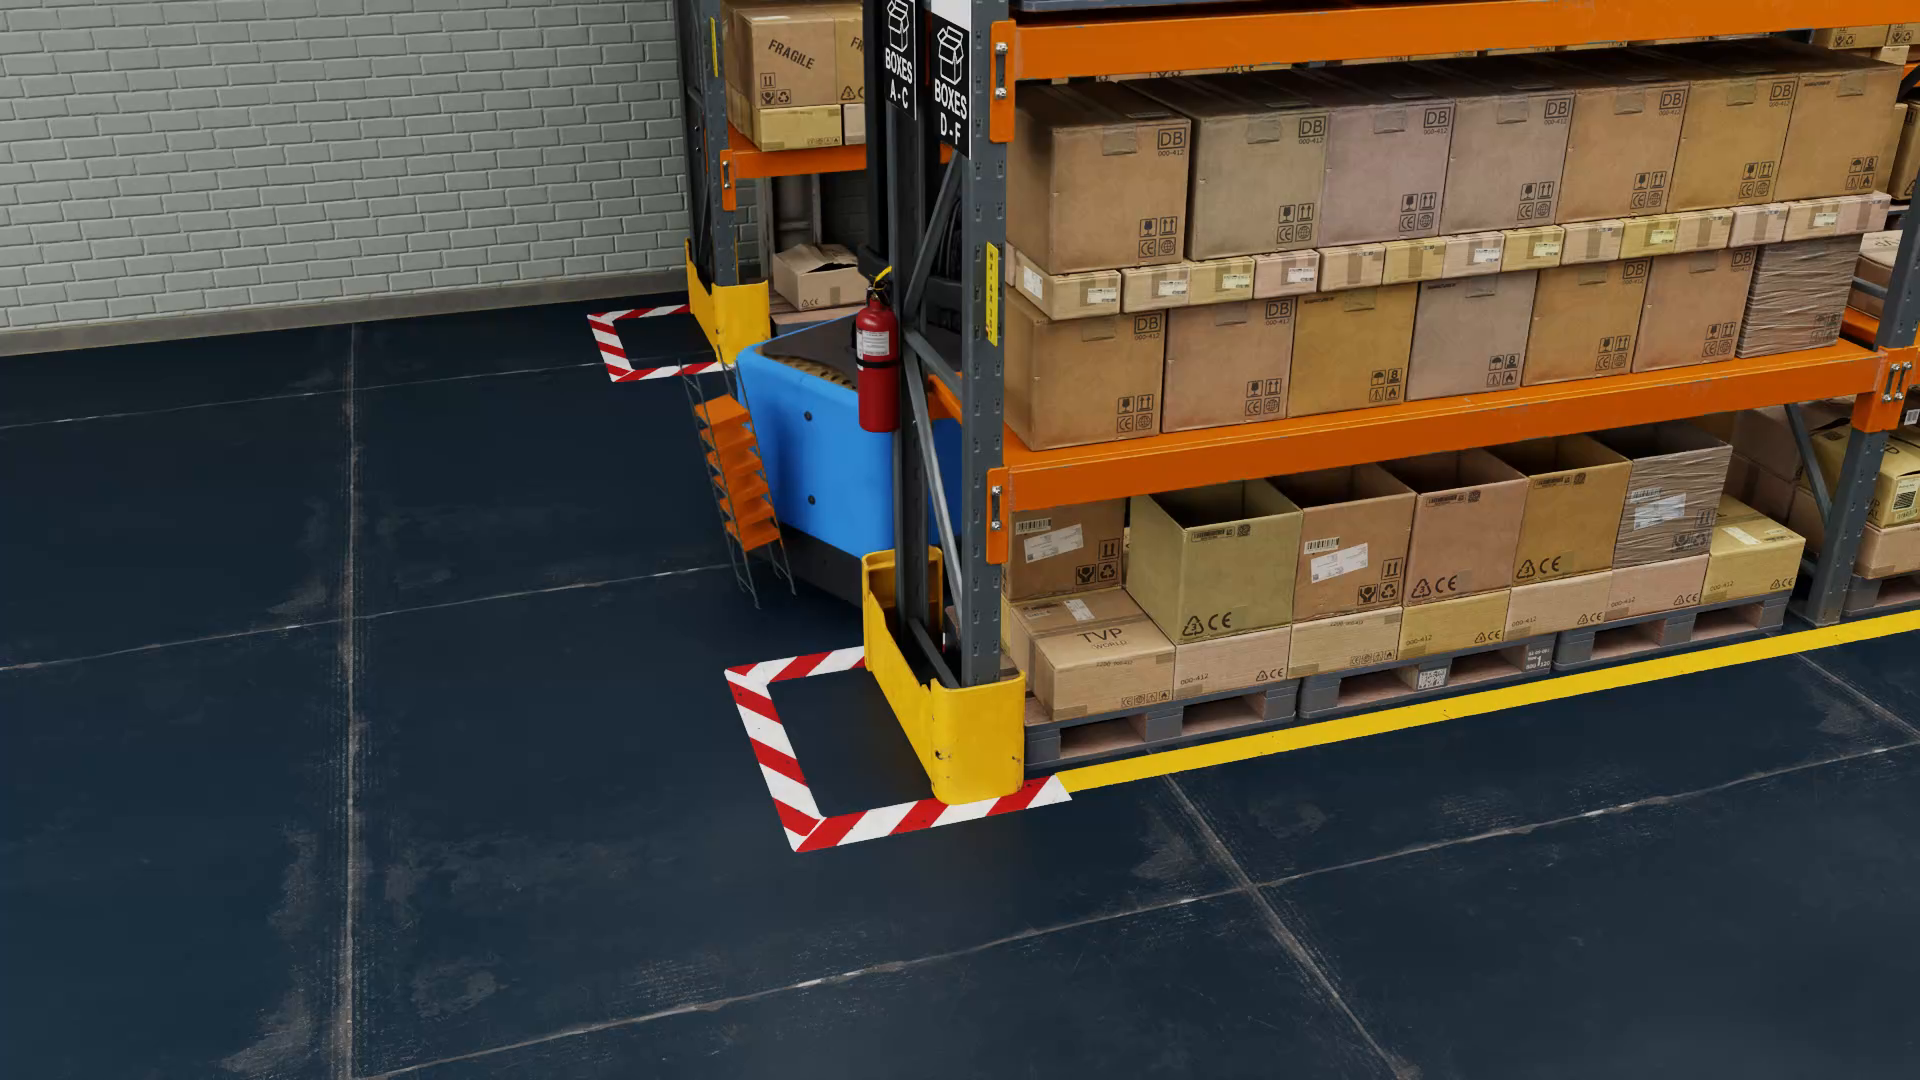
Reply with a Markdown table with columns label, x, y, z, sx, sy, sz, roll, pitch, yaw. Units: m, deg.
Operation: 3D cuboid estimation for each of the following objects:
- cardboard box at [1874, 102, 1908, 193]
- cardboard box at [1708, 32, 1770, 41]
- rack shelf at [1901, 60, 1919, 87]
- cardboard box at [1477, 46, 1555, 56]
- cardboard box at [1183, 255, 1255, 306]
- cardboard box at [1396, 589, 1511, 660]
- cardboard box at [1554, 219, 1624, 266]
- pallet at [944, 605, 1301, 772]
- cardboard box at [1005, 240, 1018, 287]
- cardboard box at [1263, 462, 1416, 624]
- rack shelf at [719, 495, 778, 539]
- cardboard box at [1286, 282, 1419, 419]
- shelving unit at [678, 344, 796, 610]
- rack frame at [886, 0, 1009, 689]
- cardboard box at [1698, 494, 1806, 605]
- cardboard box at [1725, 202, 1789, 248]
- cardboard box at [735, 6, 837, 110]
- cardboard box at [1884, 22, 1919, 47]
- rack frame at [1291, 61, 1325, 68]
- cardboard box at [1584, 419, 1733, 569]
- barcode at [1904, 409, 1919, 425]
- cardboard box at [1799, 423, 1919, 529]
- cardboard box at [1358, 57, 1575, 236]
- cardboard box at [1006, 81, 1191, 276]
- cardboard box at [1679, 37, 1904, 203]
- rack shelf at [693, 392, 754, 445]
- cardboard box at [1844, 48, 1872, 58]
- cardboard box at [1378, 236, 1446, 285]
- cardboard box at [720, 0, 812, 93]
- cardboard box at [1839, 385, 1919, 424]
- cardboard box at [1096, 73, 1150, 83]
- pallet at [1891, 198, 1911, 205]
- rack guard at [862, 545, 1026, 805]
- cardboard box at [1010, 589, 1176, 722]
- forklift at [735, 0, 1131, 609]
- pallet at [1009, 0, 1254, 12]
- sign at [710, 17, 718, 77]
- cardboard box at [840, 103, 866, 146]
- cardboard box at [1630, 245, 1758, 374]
| label | x | y | z | sx | sy | sz | roll | pitch | yaw |
| --- | --- | --- | --- | --- | --- | --- | --- | --- | --- |
| cardboard box | 6.747 | -3.081 | 13.028 | 0.750 | 0.750 | 0.750 | -9 | 28 | -17 |
| cardboard box | 5.564 | -3.983 | 12.292 | 0.500 | 0.500 | 0.700 | -12 | 29 | -22 |
| rack shelf | 7.909 | -3.763 | 13.265 | 4.000 | 0.370 | 1.077 | -8 | 28 | -16 |
| cardboard box | 3.848 | -3.734 | 11.791 | 0.500 | 0.500 | 0.700 | -5 | 27 | -9 |
| cardboard box | 0.866 | -0.984 | 6.016 | 0.250 | 0.149 | 0.380 | -8 | 28 | -16 |
| cardboard box | 1.944 | 0.244 | 7.006 | 0.500 | 0.250 | 0.500 | -8 | 28 | -16 |
| cardboard box | 2.342 | -1.198 | 6.448 | 0.250 | 0.149 | 0.380 | -7 | 27 | -15 |
| pallet | 0.652 | 0.512 | 6.982 | 1.213 | 0.211 | 1.003 | -8 | 28 | -16 |
| cardboard box | 0.242 | -1.083 | 6.216 | 0.250 | 0.149 | 0.380 | -9 | 28 | -17 |
| cardboard box | 1.463 | -0.030 | 6.714 | 0.500 | 0.500 | 0.500 | -8 | 28 | -16 |
| rack shelf | -0.961 | -0.126 | 7.502 | 0.180 | 0.103 | 0.258 | -23 | 33 | -19 |
| cardboard box | 1.358 | -0.858 | 6.493 | 0.500 | 0.500 | 0.700 | -8 | 28 | -16 |
| shelving unit | -0.987 | -0.265 | 7.418 | 0.189 | 1.200 | 0.258 | -23 | 33 | -19 |
| rack frame | -0.062 | -0.614 | 6.114 | 0.127 | 3.000 | 1.000 | -8 | 28 | -16 |
| cardboard box | 3.368 | 0.035 | 7.427 | 0.500 | 0.250 | 0.500 | -8 | 28 | -16 |
| cardboard box | 3.065 | -1.302 | 6.657 | 0.250 | 0.149 | 0.380 | -9 | 28 | -18 |
| cardboard box | -1.052 | -2.924 | 10.070 | 0.500 | 0.500 | 0.500 | -8 | 28 | -16 |
| cardboard box | 7.049 | -4.024 | 12.512 | 0.500 | 0.500 | 0.500 | -7 | 27 | -14 |
| rack frame | 2.204 | -3.259 | 11.441 | 0.127 | 3.000 | 1.000 | -8 | 28 | -16 |
| cardboard box | 2.889 | -0.237 | 7.131 | 0.500 | 0.500 | 0.500 | -8 | 28 | -16 |
| barcode | 4.113 | -0.532 | 7.184 | 0.075 | 0.075 | 0.001 | -8 | 28 | -16 |
| cardboard box | 4.212 | -0.324 | 7.519 | 0.500 | 0.311 | 0.500 | -8 | 28 | -16 |
| cardboard box | 1.890 | -1.520 | 6.367 | 0.500 | 0.500 | 0.700 | -8 | 28 | -16 |
| cardboard box | 0.436 | -1.306 | 5.936 | 0.500 | 0.500 | 0.700 | -8 | 28 | -16 |
| cardboard box | 3.322 | -1.727 | 6.784 | 0.500 | 0.500 | 0.700 | -8 | 28 | -16 |
| rack shelf | -1.036 | -0.532 | 7.256 | 0.180 | 0.103 | 0.258 | -23 | 33 | -19 |
| cardboard box | 6.634 | -3.685 | 12.559 | 0.250 | 0.149 | 0.380 | -8 | 27 | -15 |
| cardboard box | 1.602 | -1.091 | 6.232 | 0.250 | 0.149 | 0.380 | -9 | 28 | -17 |
| cardboard box | -1.217 | -3.141 | 10.506 | 0.500 | 0.500 | 0.500 | -9 | 28 | -17 |
| cardboard box | 4.531 | -0.624 | 8.123 | 0.500 | 0.311 | 0.500 | -7 | 27 | -15 |
| cardboard box | 0.895 | -3.205 | 10.635 | 0.500 | 0.500 | 0.500 | -9 | 28 | -18 |
| pallet | 7.938 | -2.804 | 13.660 | 1.213 | 0.211 | 1.003 | -8 | 28 | -16 |
| rack guard | -0.085 | 0.509 | 6.663 | 0.348 | 0.500 | 1.175 | -8 | 28 | -16 |
| cardboard box | 0.517 | 0.450 | 6.591 | 0.500 | 0.250 | 0.500 | -8 | 28 | -16 |
| forklift | 0.350 | -1.540 | 8.055 | 1.130 | 2.935 | 3.031 | 24 | 35 | 39 |
| pallet | 0.619 | -2.005 | 5.641 | 1.213 | 0.211 | 1.003 | -8 | 28 | -16 |
| sign | -1.431 | -2.867 | 9.677 | 0.005 | 0.325 | 0.100 | -8 | 28 | -16 |
| cardboard box | -0.548 | -2.660 | 10.382 | 0.500 | 0.250 | 0.500 | -9 | 28 | -18 |
| cardboard box | 2.822 | -1.071 | 6.921 | 0.500 | 0.500 | 0.700 | -9 | 28 | -17 |
